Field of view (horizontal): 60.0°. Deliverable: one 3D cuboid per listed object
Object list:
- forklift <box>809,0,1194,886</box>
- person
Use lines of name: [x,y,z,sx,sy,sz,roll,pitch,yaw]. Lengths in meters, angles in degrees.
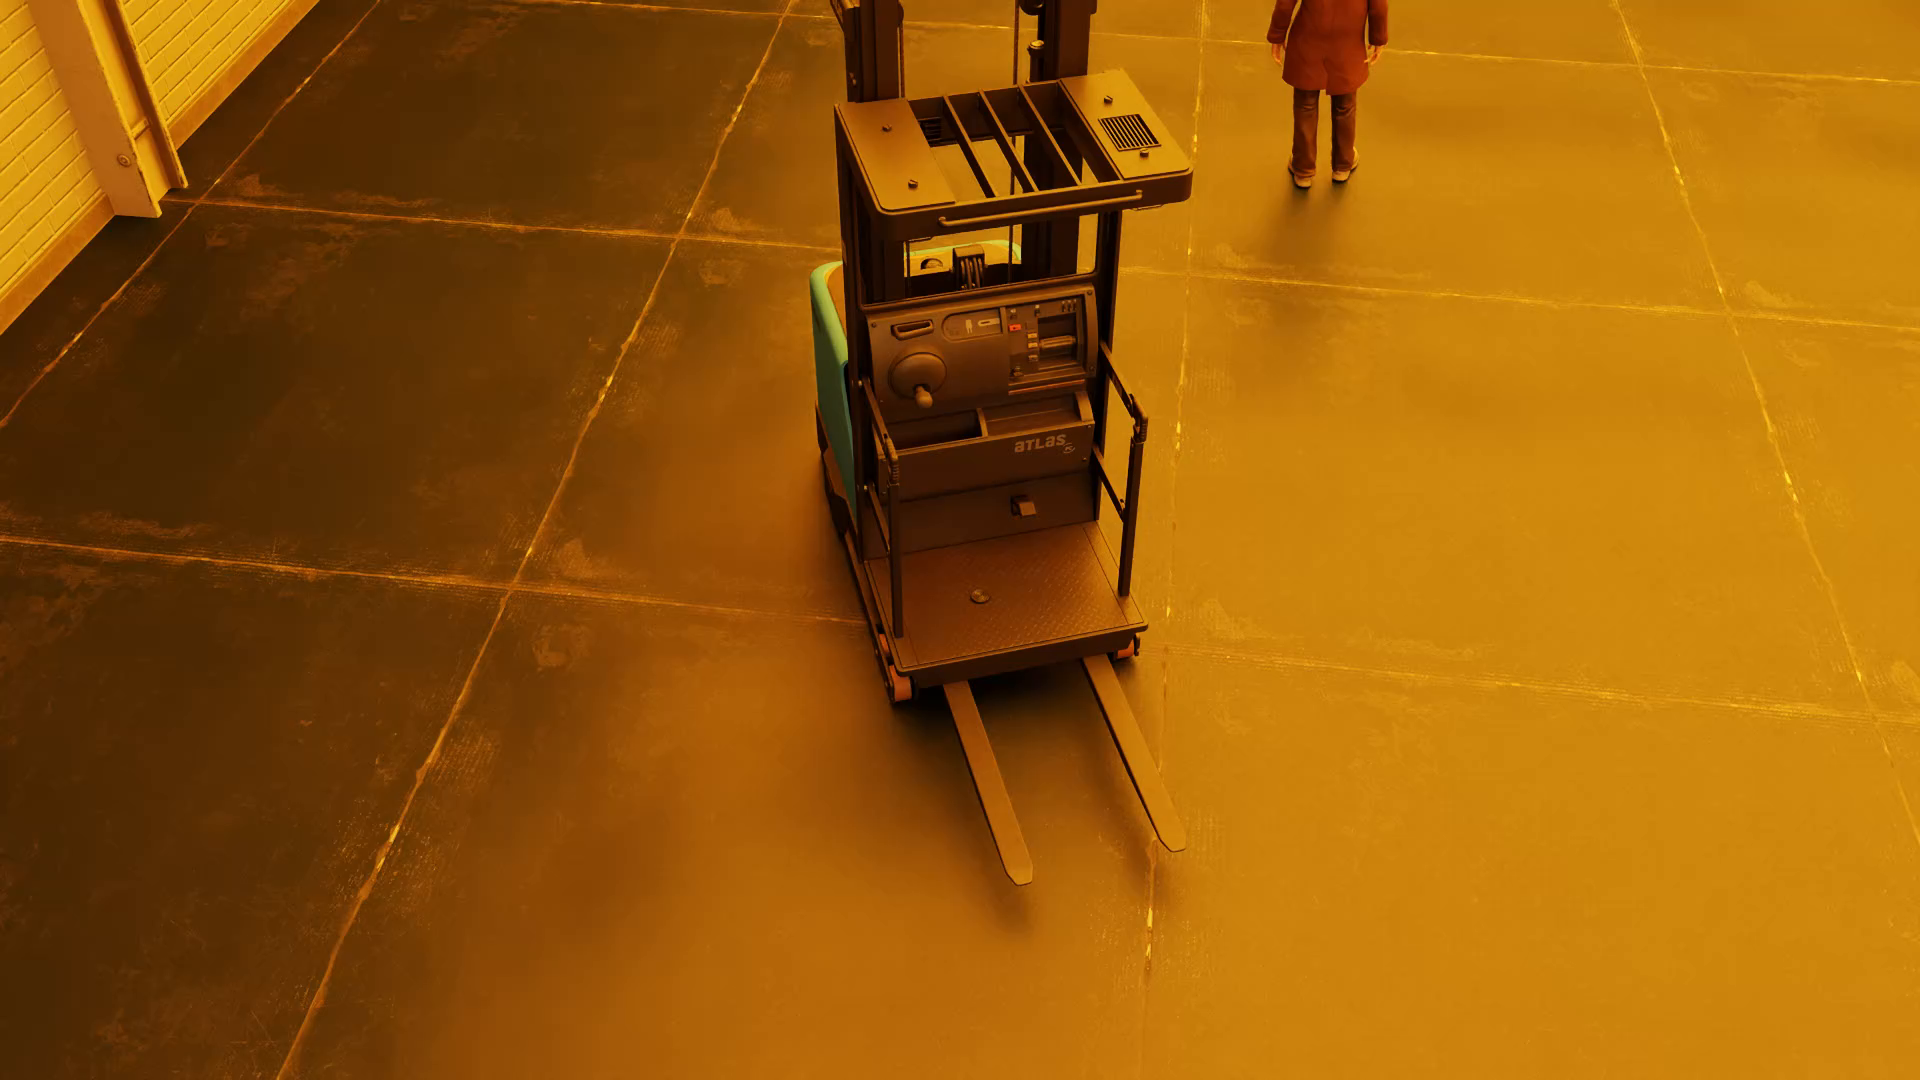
forklift: [0.153,-0.681,6.465,1.130,2.935,3.031,-10,44,-11]
person: [2.151,-2.938,9.765,0.695,1.775,0.582,7,43,8]
